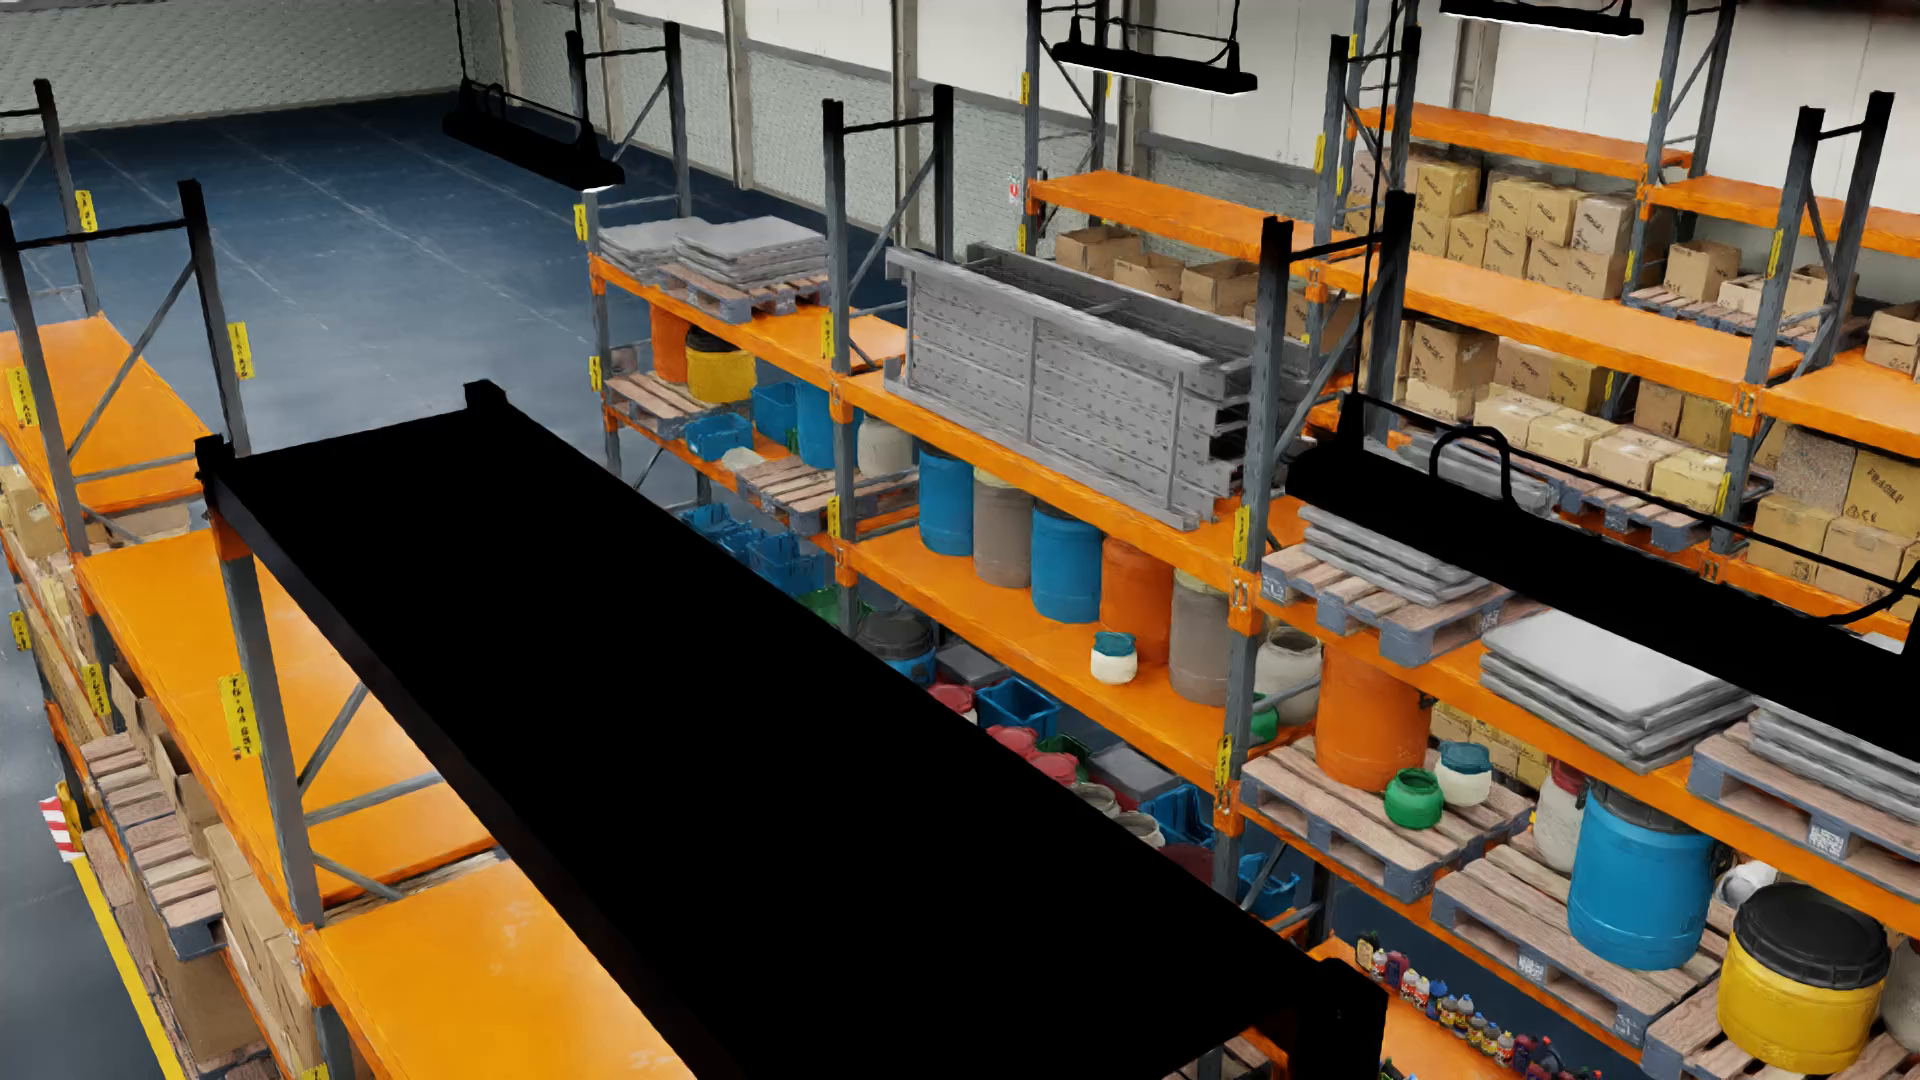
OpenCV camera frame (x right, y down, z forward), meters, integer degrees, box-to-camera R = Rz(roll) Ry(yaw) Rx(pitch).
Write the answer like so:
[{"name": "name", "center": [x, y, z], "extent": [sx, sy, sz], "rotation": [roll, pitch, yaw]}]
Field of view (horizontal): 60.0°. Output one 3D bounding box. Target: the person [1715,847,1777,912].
[{"name": "person", "center": [5.190, 2.631, 11.209], "extent": [0.557, 1.705, 1.116], "rotation": [-19, 31, -35]}]
